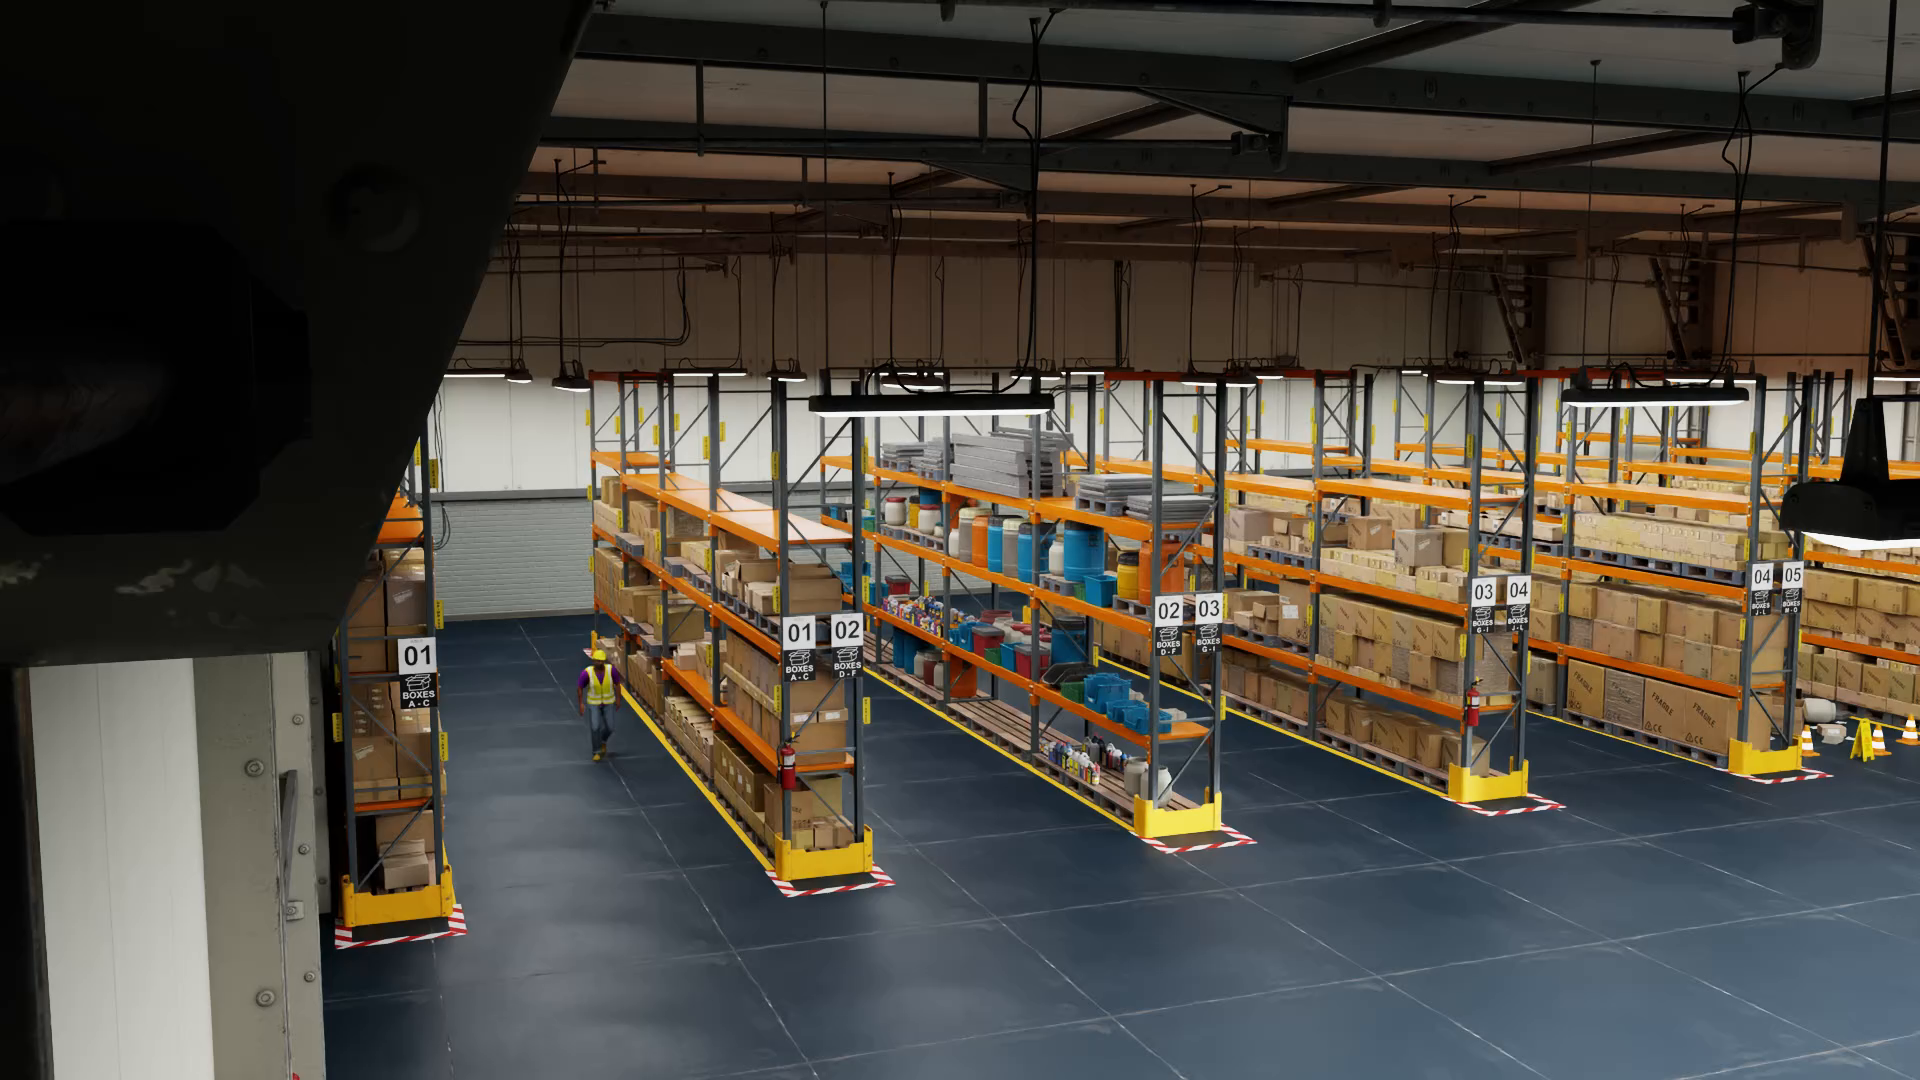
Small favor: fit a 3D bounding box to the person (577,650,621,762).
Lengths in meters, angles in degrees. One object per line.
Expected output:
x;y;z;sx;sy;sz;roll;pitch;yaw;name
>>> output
-5.662;2.564;26.101;0.672;1.746;0.599;-2;7;-20;person
